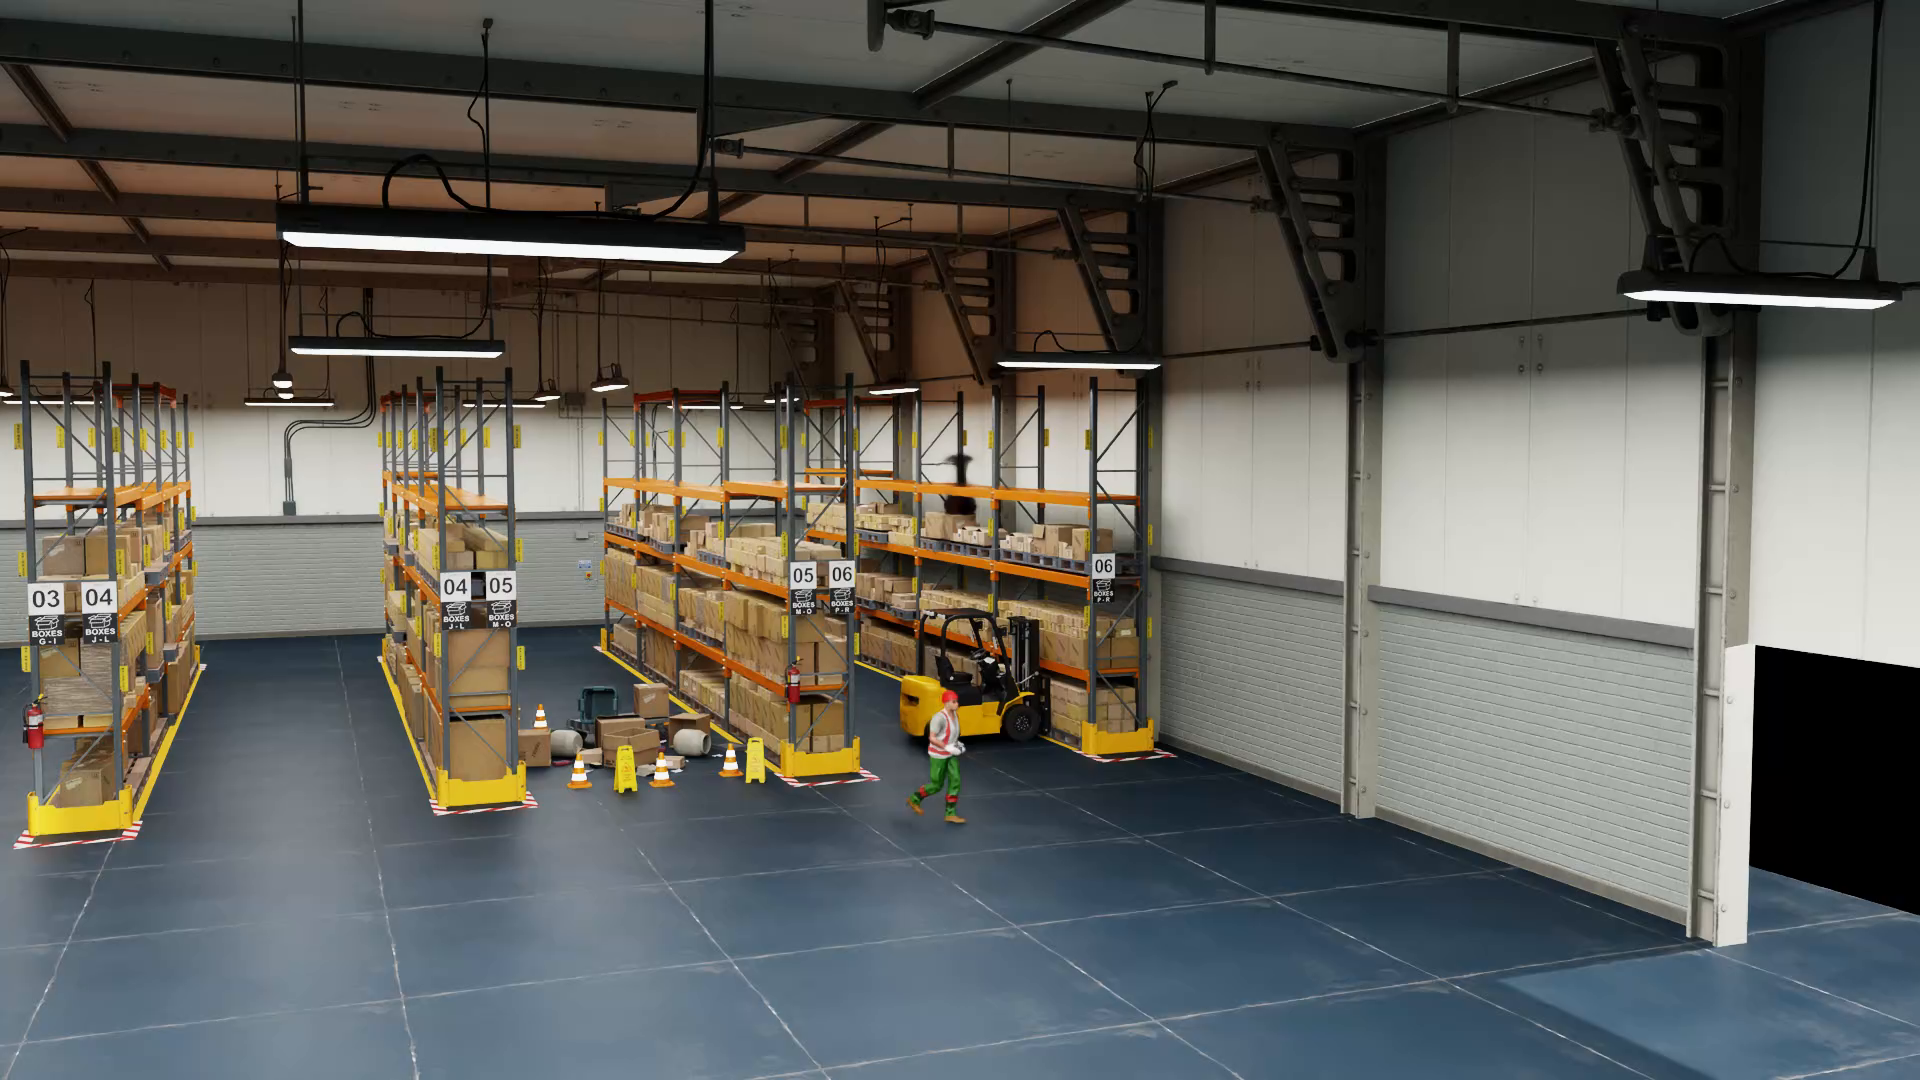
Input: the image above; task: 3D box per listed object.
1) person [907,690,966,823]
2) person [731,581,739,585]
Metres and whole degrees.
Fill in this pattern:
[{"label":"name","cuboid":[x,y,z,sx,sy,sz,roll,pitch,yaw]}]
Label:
[{"label":"person","cuboid":[-0.300,2.822,21.819,0.865,1.744,0.663,2,4,32]},{"label":"person","cuboid":[-5.493,1.714,41.840,0.822,1.568,0.527,-2,4,-34]}]
